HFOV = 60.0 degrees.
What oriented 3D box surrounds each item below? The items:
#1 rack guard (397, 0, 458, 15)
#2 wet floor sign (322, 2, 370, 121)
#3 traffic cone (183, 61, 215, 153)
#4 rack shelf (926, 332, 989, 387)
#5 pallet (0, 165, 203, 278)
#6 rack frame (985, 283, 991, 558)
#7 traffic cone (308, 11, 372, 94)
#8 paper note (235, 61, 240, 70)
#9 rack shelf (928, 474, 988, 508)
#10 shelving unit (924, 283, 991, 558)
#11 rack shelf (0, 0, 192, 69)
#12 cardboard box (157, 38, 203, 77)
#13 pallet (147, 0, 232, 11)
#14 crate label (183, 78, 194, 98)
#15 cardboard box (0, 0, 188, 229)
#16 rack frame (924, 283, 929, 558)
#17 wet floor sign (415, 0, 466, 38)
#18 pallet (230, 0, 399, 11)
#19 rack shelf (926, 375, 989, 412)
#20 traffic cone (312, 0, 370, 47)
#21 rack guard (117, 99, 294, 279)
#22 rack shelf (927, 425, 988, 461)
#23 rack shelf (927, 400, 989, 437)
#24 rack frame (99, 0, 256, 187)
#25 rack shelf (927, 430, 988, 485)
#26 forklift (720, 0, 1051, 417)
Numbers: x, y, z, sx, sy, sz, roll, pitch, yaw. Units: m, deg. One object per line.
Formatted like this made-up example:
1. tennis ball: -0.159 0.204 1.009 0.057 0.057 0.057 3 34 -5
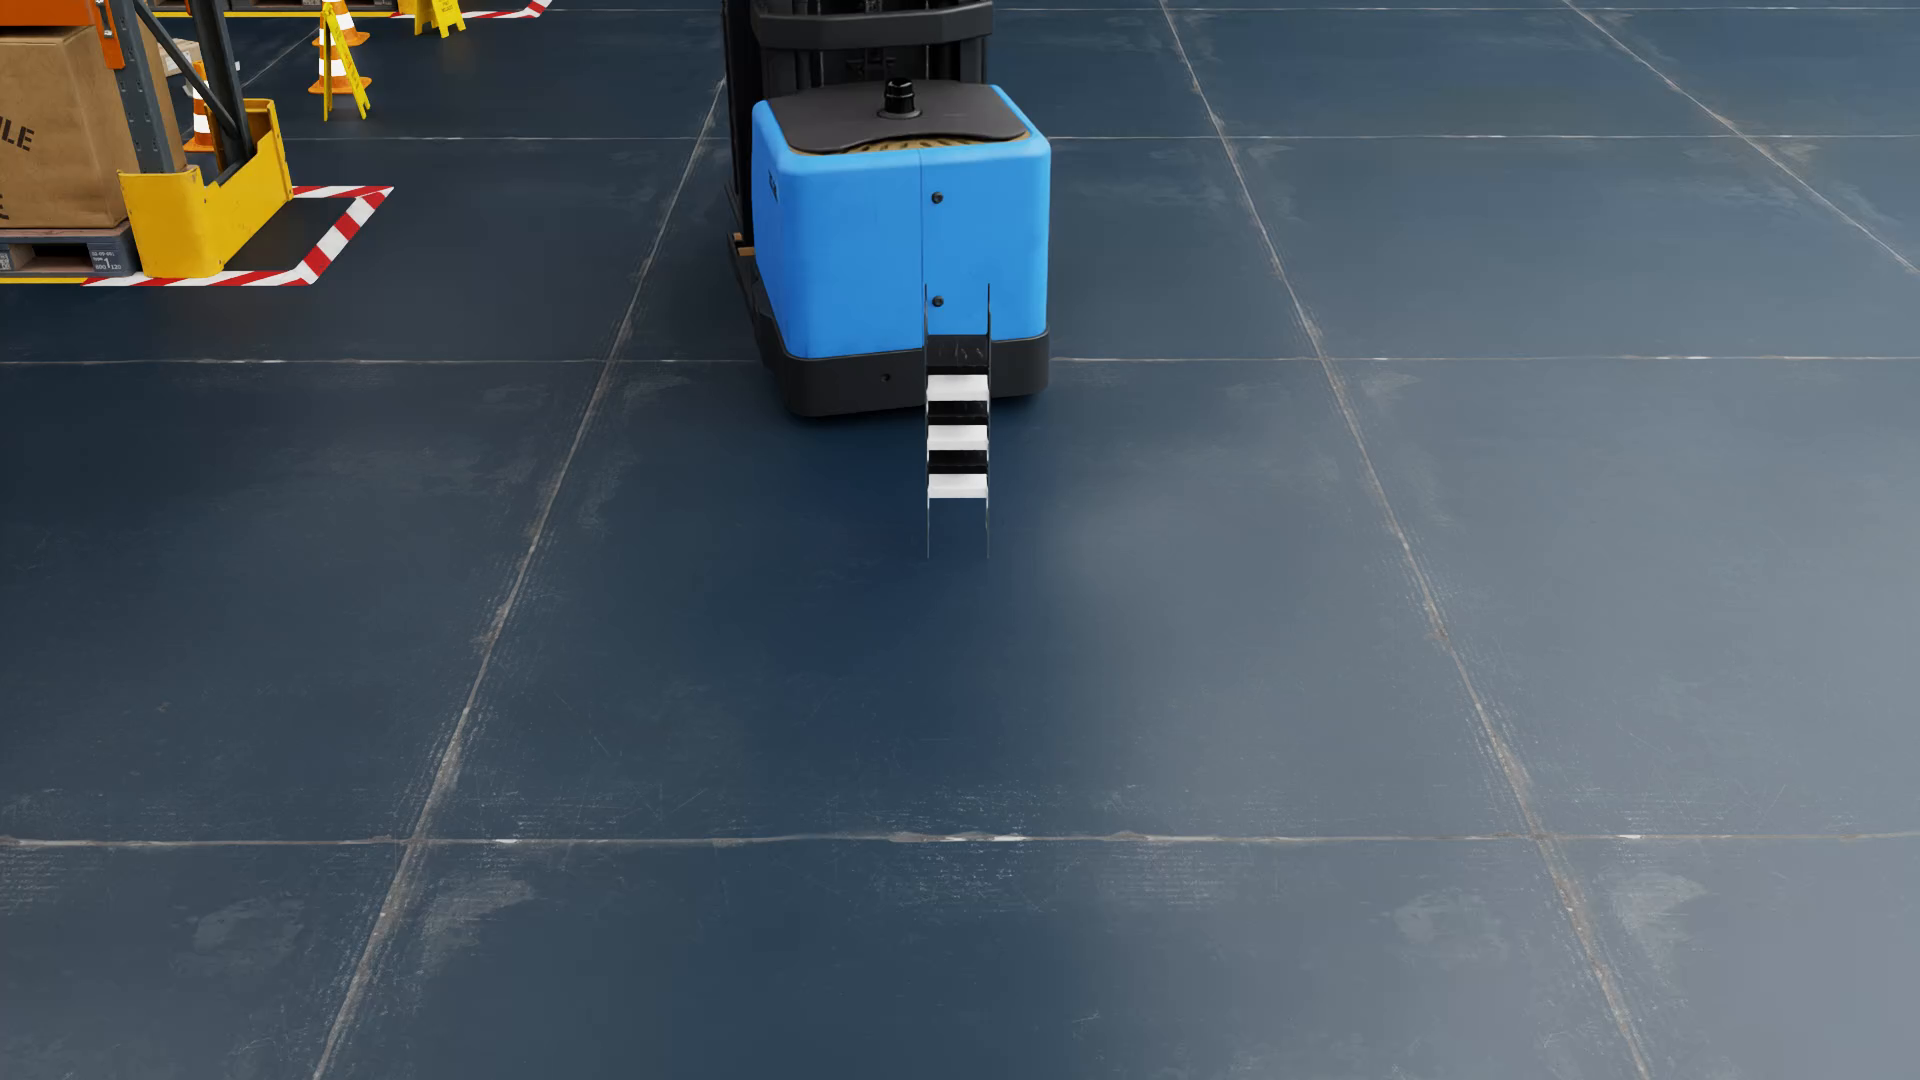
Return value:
1. rack guard: -3.891 -4.305 12.364 0.348 0.500 1.175 0 31 0
2. wet floor sign: -3.667 -2.828 9.788 0.232 0.644 0.267 -5 32 -9
3. traffic cone: -4.224 -2.457 9.354 0.334 0.463 0.336 0 31 0
4. rack shelf: -0.008 -0.587 5.394 0.200 0.077 0.258 0 31 0
5. pallet: -4.483 -1.572 8.137 1.213 0.211 1.003 0 31 0
6. rack frame: 0.094 -0.385 5.517 0.006 0.900 0.240 0 31 0
7. traffic cone: -3.891 -3.045 10.322 0.334 0.463 0.336 0 31 0
8. paper note: -4.748 -3.069 10.780 0.142 0.019 0.148 -11 33 -17
9. rack shelf: -0.008 -0.202 5.627 0.200 0.077 0.258 0 31 0
10. shelving unit: -0.008 -0.385 5.517 0.210 0.900 0.258 0 31 0
11. rack shelf: -5.684 -2.493 7.661 4.000 0.370 1.077 0 31 0
12. cardboard box: -5.113 -3.104 10.722 0.250 0.149 0.380 16 35 25
13. pallet: -5.921 -4.195 12.461 1.213 0.211 1.003 0 31 0
14. crate label: -4.676 -2.871 10.349 0.298 0.136 0.250 -17 35 -26
15. cardboard box: -4.362 -2.042 7.867 0.875 0.875 0.875 0 31 0
16. rack frame: -0.110 -0.384 5.516 0.006 0.900 0.240 0 31 0
17. wet floor sign: -3.619 -3.813 11.413 0.232 0.644 0.267 10 33 17
18. pallet: -4.704 -4.198 12.465 1.213 0.211 1.003 0 31 0
19. rack shelf: -0.008 -0.510 5.440 0.200 0.077 0.258 0 31 0
20. traffic cone: -4.237 -3.619 11.269 0.334 0.463 0.336 0 31 0
21. rack guard: -3.660 -1.738 8.133 0.348 0.500 1.175 0 31 0
22. rack shelf: -0.008 -0.356 5.534 0.200 0.077 0.258 0 31 0
23. rack shelf: -0.008 -0.433 5.487 0.200 0.077 0.258 0 31 0
24. rack frame: -3.684 -2.807 7.485 0.127 3.000 1.000 0 31 0
25. rack shelf: -0.008 -0.279 5.581 0.200 0.077 0.258 0 31 0
26. forklift: -0.483 -2.480 7.012 1.130 2.935 3.031 -7 32 -11
